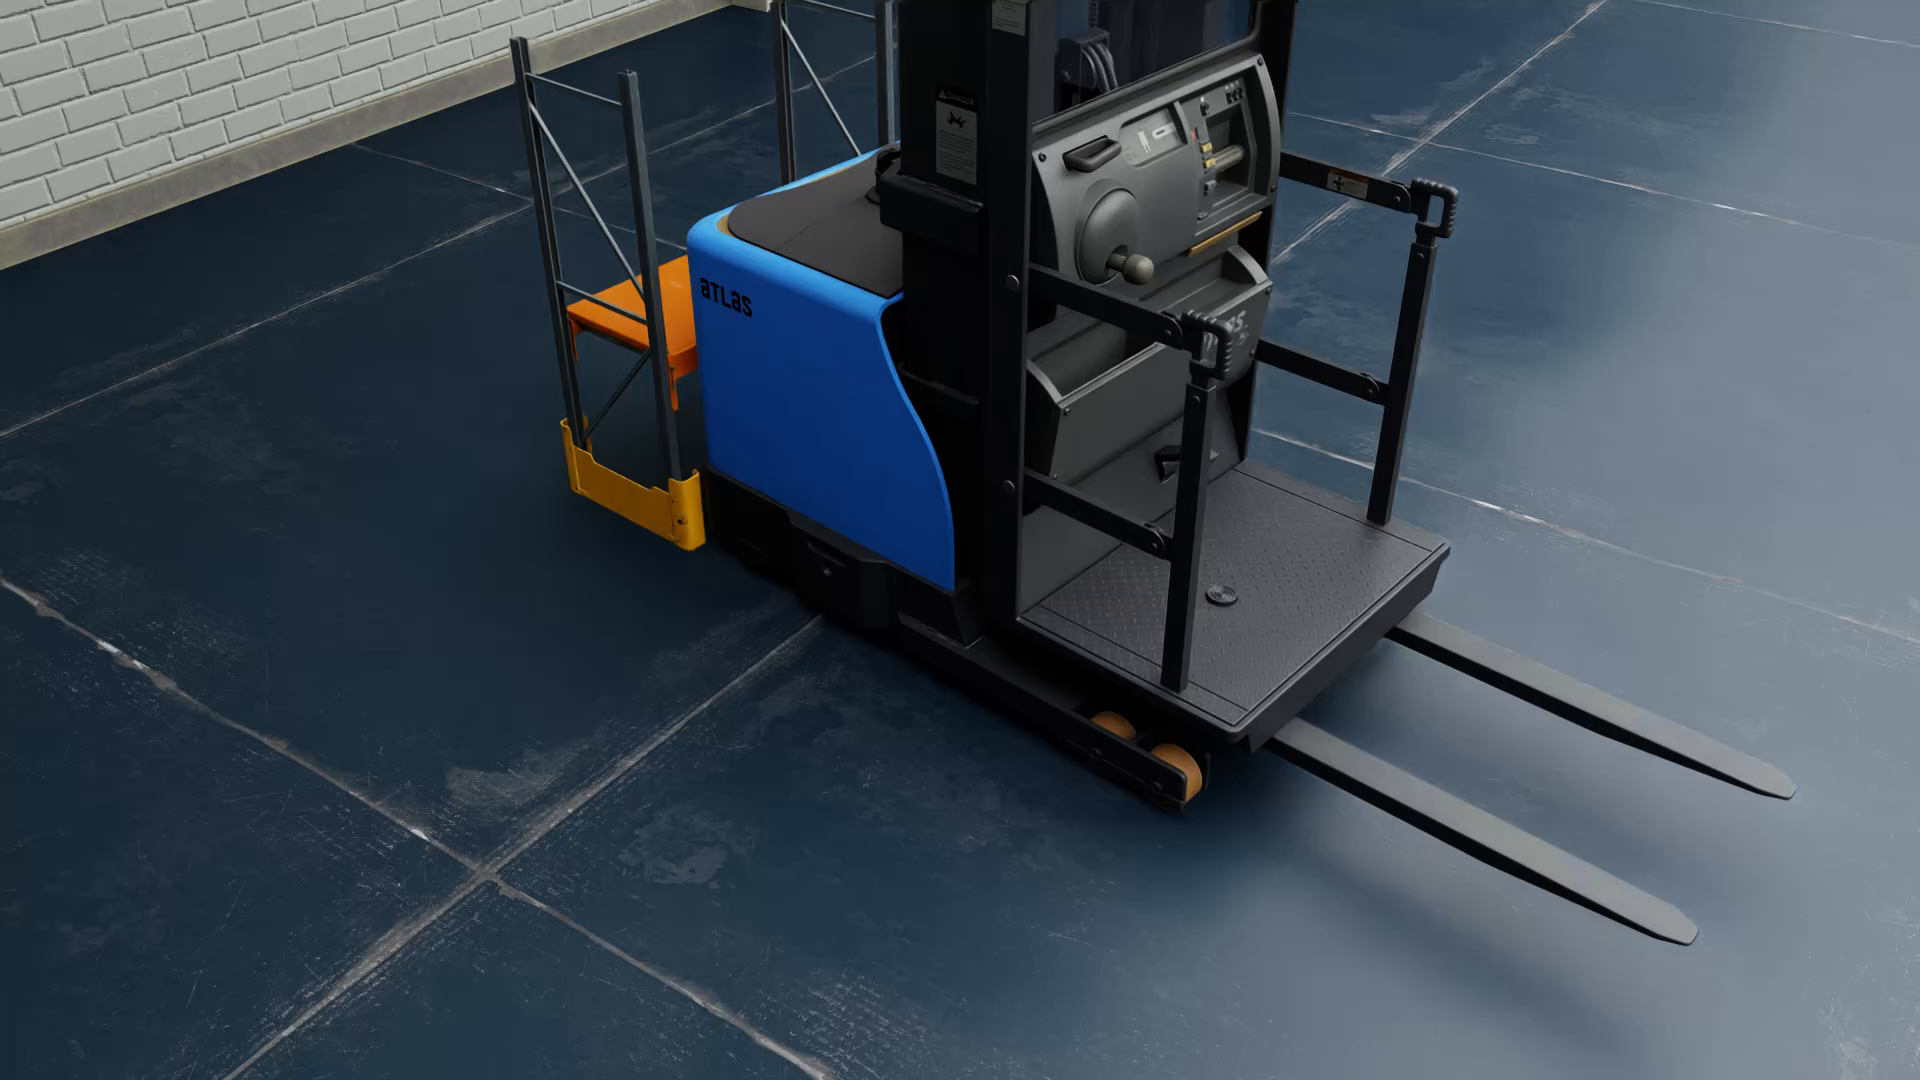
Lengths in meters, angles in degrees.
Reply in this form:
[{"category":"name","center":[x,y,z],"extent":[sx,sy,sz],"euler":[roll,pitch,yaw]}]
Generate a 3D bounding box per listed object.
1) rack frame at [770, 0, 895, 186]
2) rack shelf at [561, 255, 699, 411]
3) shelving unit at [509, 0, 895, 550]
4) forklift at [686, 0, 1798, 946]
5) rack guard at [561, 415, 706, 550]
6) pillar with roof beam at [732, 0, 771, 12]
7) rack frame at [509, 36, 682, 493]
[{"category":"rack frame","center":[-0.410,-1.137,5.593],"extent":[0.500,1.500,0.032],"euler":[25,41,32]},{"category":"rack shelf","center":[-0.734,-0.769,5.369],"extent":[0.538,0.185,1.000],"euler":[25,41,32]},{"category":"shelving unit","center":[-0.728,-0.922,5.274],"extent":[0.587,1.500,1.083],"euler":[25,41,32]},{"category":"forklift","center":[0.653,-0.862,3.908],"extent":[3.031,2.935,1.130],"euler":[26,42,33]},{"category":"rack guard","center":[-1.045,-0.189,5.306],"extent":[0.587,0.250,0.087],"euler":[25,41,32]},{"category":"pillar with roof beam","center":[2.373,-5.635,5.550],"extent":[9.100,9.000,0.400],"euler":[21,39,28]},{"category":"rack frame","center":[-1.057,-0.698,4.943],"extent":[0.500,1.500,0.032],"euler":[25,41,32]}]
